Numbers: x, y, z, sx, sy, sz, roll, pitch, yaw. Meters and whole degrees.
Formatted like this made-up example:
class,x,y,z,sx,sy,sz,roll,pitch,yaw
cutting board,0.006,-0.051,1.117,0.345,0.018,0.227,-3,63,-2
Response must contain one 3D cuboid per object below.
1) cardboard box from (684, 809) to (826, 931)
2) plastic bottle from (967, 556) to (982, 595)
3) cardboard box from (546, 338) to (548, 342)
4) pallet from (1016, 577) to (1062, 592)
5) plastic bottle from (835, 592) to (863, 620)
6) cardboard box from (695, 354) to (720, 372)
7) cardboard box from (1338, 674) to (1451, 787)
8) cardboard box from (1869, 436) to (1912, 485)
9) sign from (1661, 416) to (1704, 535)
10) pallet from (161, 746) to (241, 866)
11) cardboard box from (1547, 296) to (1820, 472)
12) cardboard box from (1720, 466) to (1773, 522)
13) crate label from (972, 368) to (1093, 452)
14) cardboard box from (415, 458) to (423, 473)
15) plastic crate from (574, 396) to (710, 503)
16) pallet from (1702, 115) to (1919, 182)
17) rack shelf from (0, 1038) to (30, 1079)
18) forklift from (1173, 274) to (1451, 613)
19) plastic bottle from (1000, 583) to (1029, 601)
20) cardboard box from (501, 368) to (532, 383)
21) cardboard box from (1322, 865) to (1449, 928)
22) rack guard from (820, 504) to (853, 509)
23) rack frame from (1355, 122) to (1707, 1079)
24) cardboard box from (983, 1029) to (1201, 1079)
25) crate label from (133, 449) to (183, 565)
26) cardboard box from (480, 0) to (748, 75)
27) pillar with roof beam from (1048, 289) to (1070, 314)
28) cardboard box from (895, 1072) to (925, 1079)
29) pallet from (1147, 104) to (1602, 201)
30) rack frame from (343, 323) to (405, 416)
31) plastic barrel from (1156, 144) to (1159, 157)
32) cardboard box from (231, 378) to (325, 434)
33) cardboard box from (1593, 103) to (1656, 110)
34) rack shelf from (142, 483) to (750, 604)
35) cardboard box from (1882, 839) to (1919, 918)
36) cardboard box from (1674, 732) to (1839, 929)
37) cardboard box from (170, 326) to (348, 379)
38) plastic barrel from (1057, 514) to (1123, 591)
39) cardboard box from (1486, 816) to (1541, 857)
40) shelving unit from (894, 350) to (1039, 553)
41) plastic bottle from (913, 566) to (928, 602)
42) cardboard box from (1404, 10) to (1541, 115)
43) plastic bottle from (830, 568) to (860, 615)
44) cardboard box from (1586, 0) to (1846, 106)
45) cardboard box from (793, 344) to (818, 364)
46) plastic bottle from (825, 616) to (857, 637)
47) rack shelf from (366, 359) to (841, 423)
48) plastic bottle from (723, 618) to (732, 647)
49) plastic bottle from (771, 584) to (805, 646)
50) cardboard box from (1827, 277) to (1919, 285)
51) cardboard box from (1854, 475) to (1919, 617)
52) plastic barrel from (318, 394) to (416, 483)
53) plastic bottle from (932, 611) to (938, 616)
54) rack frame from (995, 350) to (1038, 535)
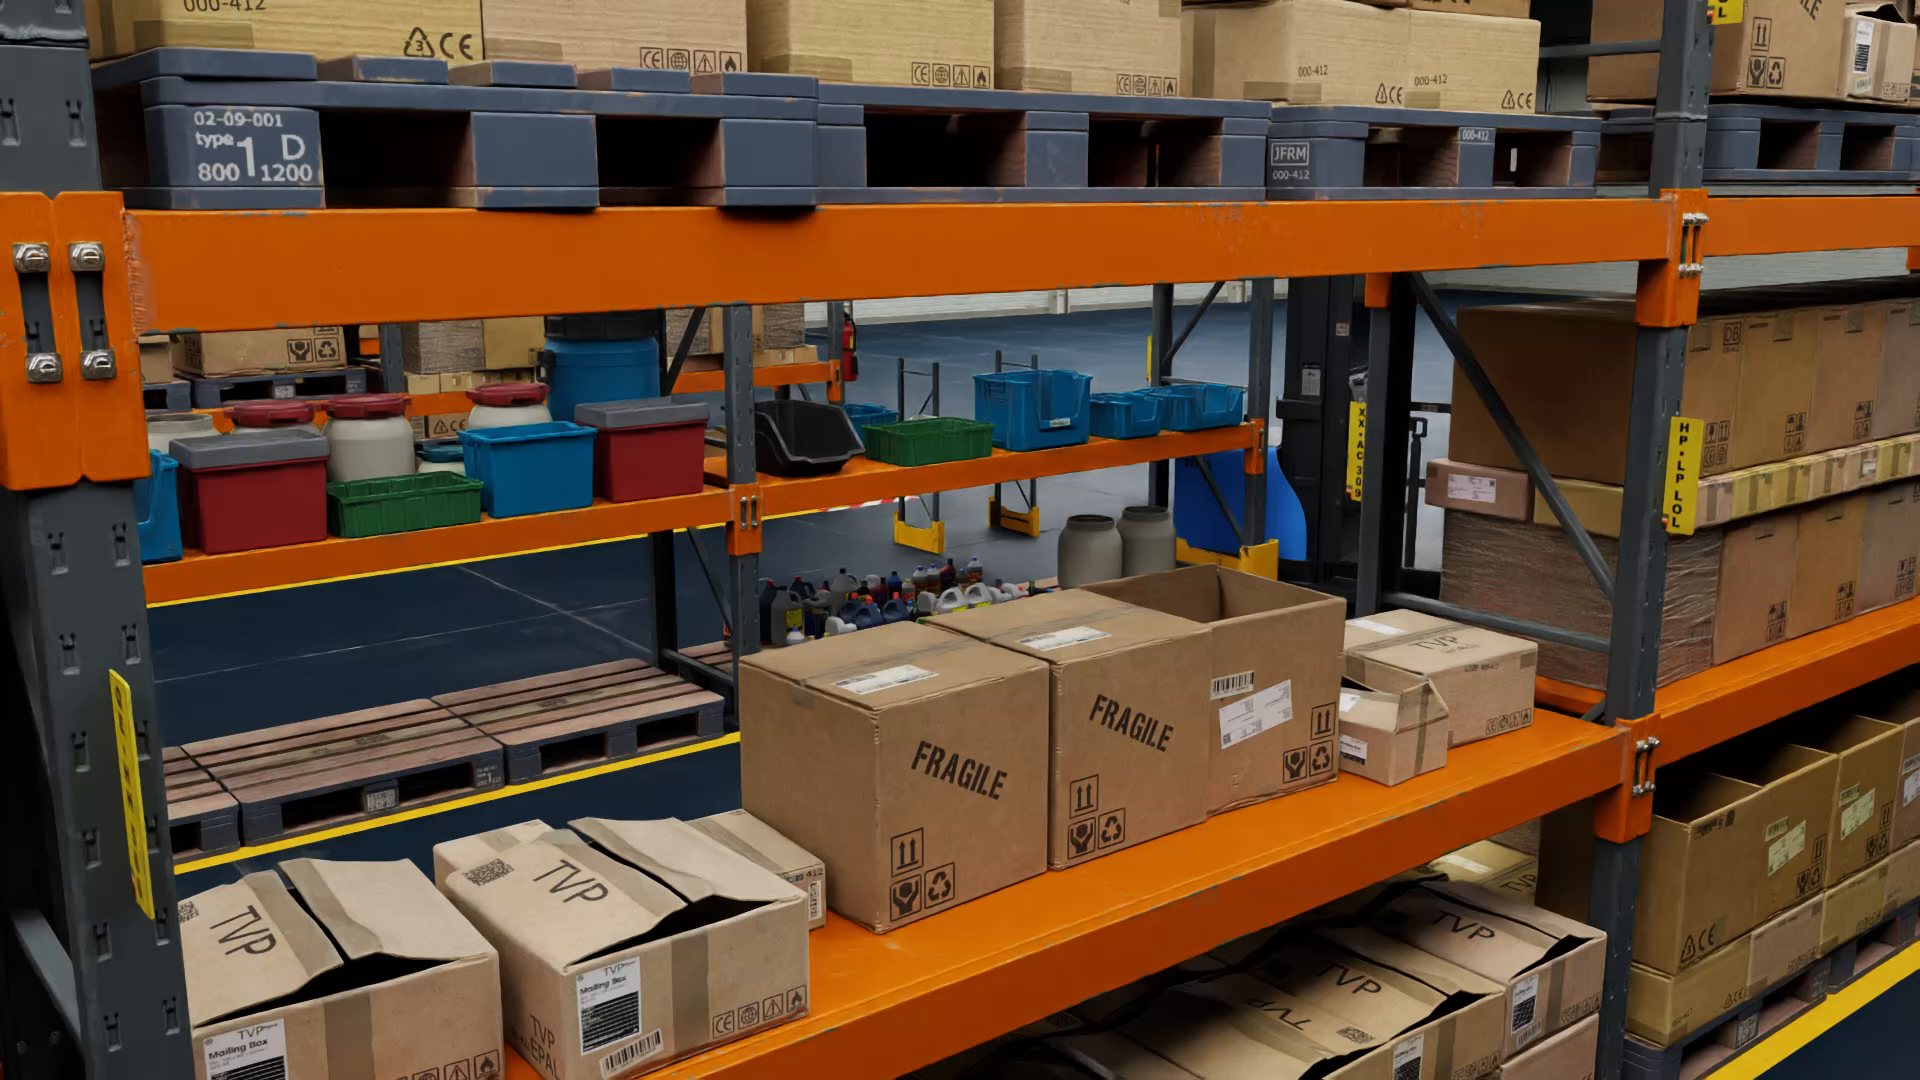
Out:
class,x,y,z,sx,sy,sz,roll,pitch,yaw
cardboard box,-0.489,0.728,3.583,0.250,0.149,0.380,-8,14,-34
plastic bottle,0.095,0.242,10.777,0.097,0.271,0.097,0,12,0
cardboard box,-3.382,-1.730,13.596,0.500,0.500,0.875,-9,15,-38
pallet,1.038,0.424,11.124,1.213,0.211,1.003,-9,15,-38
plastic bottle,-0.618,0.477,9.481,0.185,0.351,0.144,-9,15,-38
cardboard box,-2.267,-1.543,14.280,0.250,0.149,0.380,-9,15,-38
cardboard box,1.102,0.470,4.515,0.258,0.266,0.396,-10,16,-39
cardboard box,3.212,-0.310,6.067,0.250,0.149,0.380,-10,15,-38
sign,2.020,-0.180,4.658,0.005,0.325,0.100,-9,15,-38
pallet,-3.912,1.246,7.254,1.213,0.211,1.003,-9,15,-38
cardboard box,2.410,-0.547,5.620,0.500,0.500,0.700,-9,15,-38
cardboard box,2.401,-0.175,5.430,0.250,0.149,0.380,-10,16,-39
crate label,0.437,-0.797,10.074,0.616,0.435,0.502,-9,15,-38
cardboard box,-4.175,-0.375,13.178,0.500,0.500,0.500,-10,16,-39
plastic crate,-1.605,-0.462,8.429,0.583,0.464,0.402,-9,15,-38
pallet,3.276,-1.436,6.159,1.213,0.211,1.003,-9,15,-38
rack shelf,-3.011,1.391,1.587,4.000,0.370,1.077,-9,15,-38
forklift,3.037,-1.021,11.379,3.031,2.935,1.130,8,14,32
plastic bottle,0.332,0.393,10.056,0.135,0.276,0.152,-9,15,-37
cardboard box,-3.586,-1.304,13.152,0.250,0.149,0.380,-9,15,-38
cardboard box,1.195,1.139,5.300,0.500,0.311,0.500,-9,15,-37
rack guard,-1.448,-0.633,15.406,0.348,0.500,1.175,-9,15,-38
rack frame,1.674,0.261,5.179,0.127,3.000,1.000,-9,15,-38
cardboard box,0.348,1.423,3.966,0.500,0.311,0.500,-10,15,-38
crate label,-3.596,-0.126,6.917,0.616,0.435,0.502,-9,15,-38
cardboard box,-0.733,-0.958,3.049,0.500,0.250,0.500,-9,15,-36
pillar with roof beam,4.955,-8.905,33.902,0.548,9.000,9.100,-9,15,-38
cardboard box,-0.397,1.404,4.055,0.500,0.311,0.500,-10,15,-38
pallet,0.993,-0.996,4.338,1.217,0.209,0.805,-10,16,-40
rack frame,-4.512,-1.346,12.748,0.127,3.000,1.000,-9,15,-38
plastic barrel,1.406,-2.861,10.615,0.708,0.830,0.600,-9,15,-38
cardboard box,-6.997,-1.400,17.106,0.875,0.875,0.875,-9,15,-37
cardboard box,2.445,-1.558,5.781,0.250,0.149,0.380,-9,15,-38
rack shelf,-2.979,0.068,7.817,4.000,0.370,1.077,-9,15,-38
cardboard box,3.399,1.195,6.386,0.500,0.250,0.500,-9,15,-38
cardboard box,2.617,0.958,5.699,0.500,0.500,0.500,-9,15,-38
cardboard box,-5.220,-1.765,12.263,1.000,1.000,1.000,-9,15,-37
plastic barrel,0.848,0.112,10.857,0.421,0.512,0.421,0,12,0
cardboard box,2.297,0.875,6.090,0.500,0.500,0.500,-9,15,-38
shelving unit,0.060,-0.744,13.520,1.083,1.500,0.587,-9,15,-38
plastic bottle,-0.251,0.299,10.506,0.097,0.271,0.097,0,12,0
cardboard box,1.187,-1.260,4.470,0.500,0.250,0.500,-8,14,-32
plastic bottle,-0.693,0.340,10.123,0.185,0.351,0.144,-10,15,-38
cardboard box,2.232,-1.552,4.905,0.500,0.500,0.500,-8,14,-33
cardboard box,-1.482,-1.672,14.887,0.250,0.149,0.380,-9,15,-38
plastic bottle,-0.660,0.557,9.280,0.135,0.276,0.152,-9,15,-36
rack shelf,-2.950,-1.254,14.045,4.000,0.370,1.077,-9,15,-38
plastic bottle,-1.329,0.513,9.669,0.097,0.201,0.097,0,12,0
plastic bottle,-1.005,0.431,9.698,0.185,0.351,0.144,-9,15,-38
cardboard box,3.976,-0.807,6.845,0.500,0.500,0.700,-10,16,-39
cardboard box,3.217,-0.047,6.389,0.500,0.500,0.700,-9,15,-36
plastic barrel,-2.875,-0.426,8.085,0.433,0.535,0.433,0,12,0
plastic bottle,-0.145,0.516,9.656,0.097,0.201,0.097,0,12,0
rack frame,0.464,-0.811,13.836,0.032,1.500,0.500,-9,15,-38
